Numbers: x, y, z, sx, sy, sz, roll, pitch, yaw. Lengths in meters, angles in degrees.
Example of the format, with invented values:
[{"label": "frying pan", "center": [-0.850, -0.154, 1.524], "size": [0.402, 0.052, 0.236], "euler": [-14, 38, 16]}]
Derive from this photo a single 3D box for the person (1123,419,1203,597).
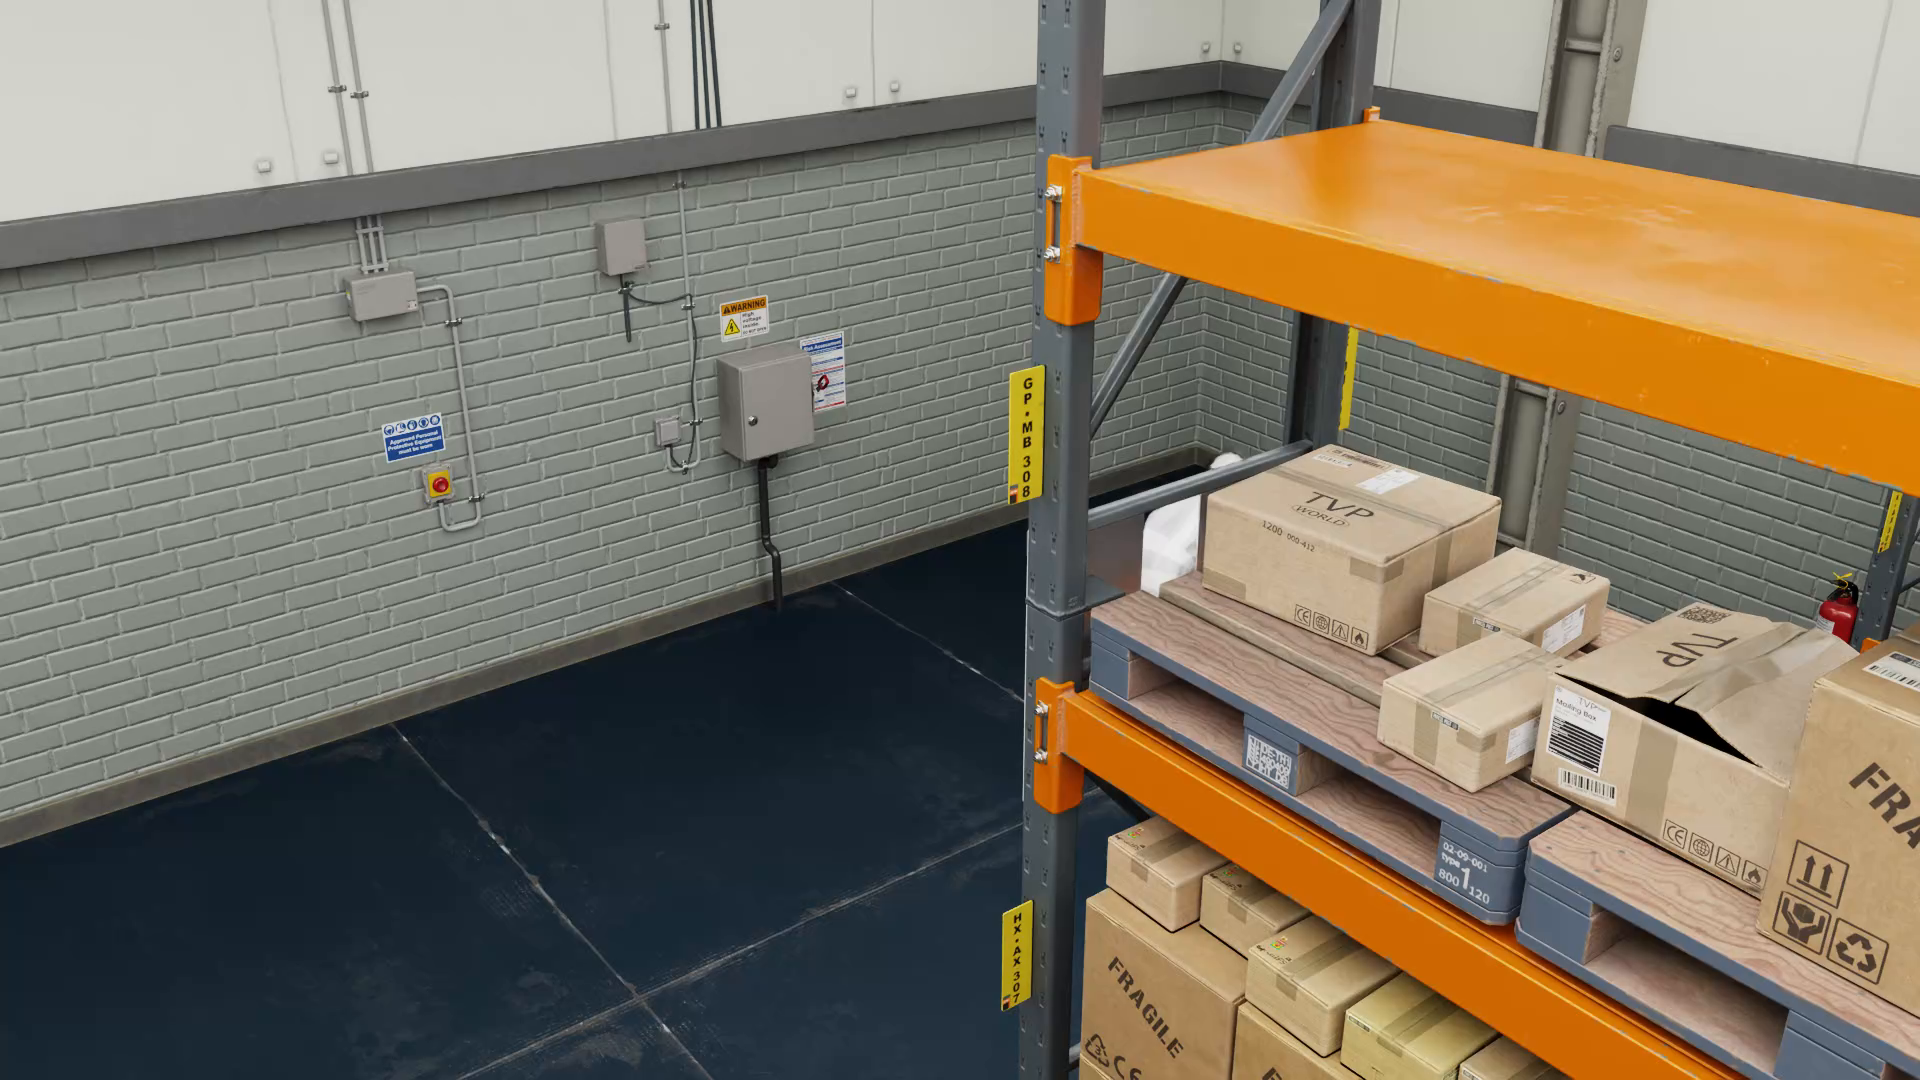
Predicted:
[{"label": "person", "center": [1.157, 0.173, 9.215], "size": [0.598, 1.770, 0.490], "euler": [-19, 30, -35]}]
